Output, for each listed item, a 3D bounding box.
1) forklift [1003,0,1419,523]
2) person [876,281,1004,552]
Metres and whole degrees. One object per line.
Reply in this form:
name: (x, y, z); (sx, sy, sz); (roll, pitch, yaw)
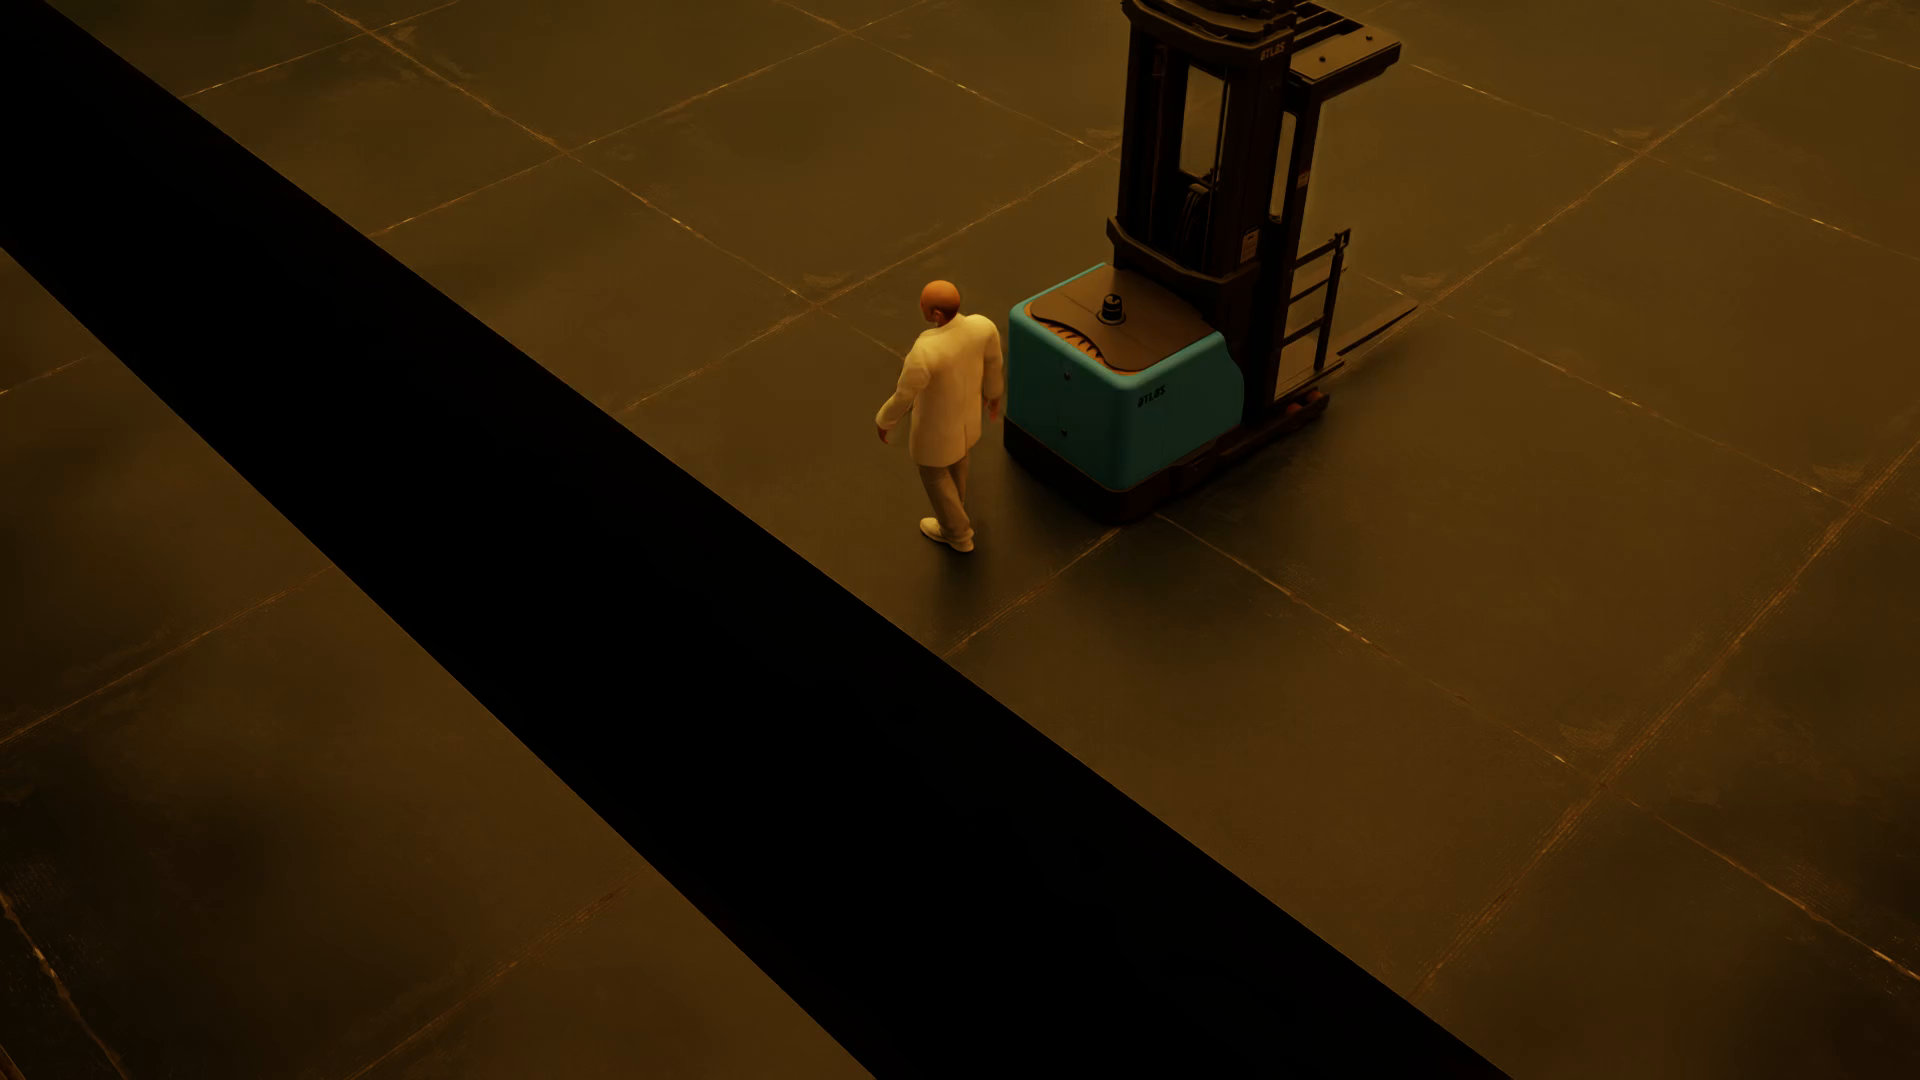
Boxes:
forklift: (1.720, -2.028, 9.805); (3.031, 2.935, 1.130); (-30, 50, -29)
person: (-0.152, -0.742, 9.264); (0.752, 1.764, 0.657); (-30, 50, -29)
